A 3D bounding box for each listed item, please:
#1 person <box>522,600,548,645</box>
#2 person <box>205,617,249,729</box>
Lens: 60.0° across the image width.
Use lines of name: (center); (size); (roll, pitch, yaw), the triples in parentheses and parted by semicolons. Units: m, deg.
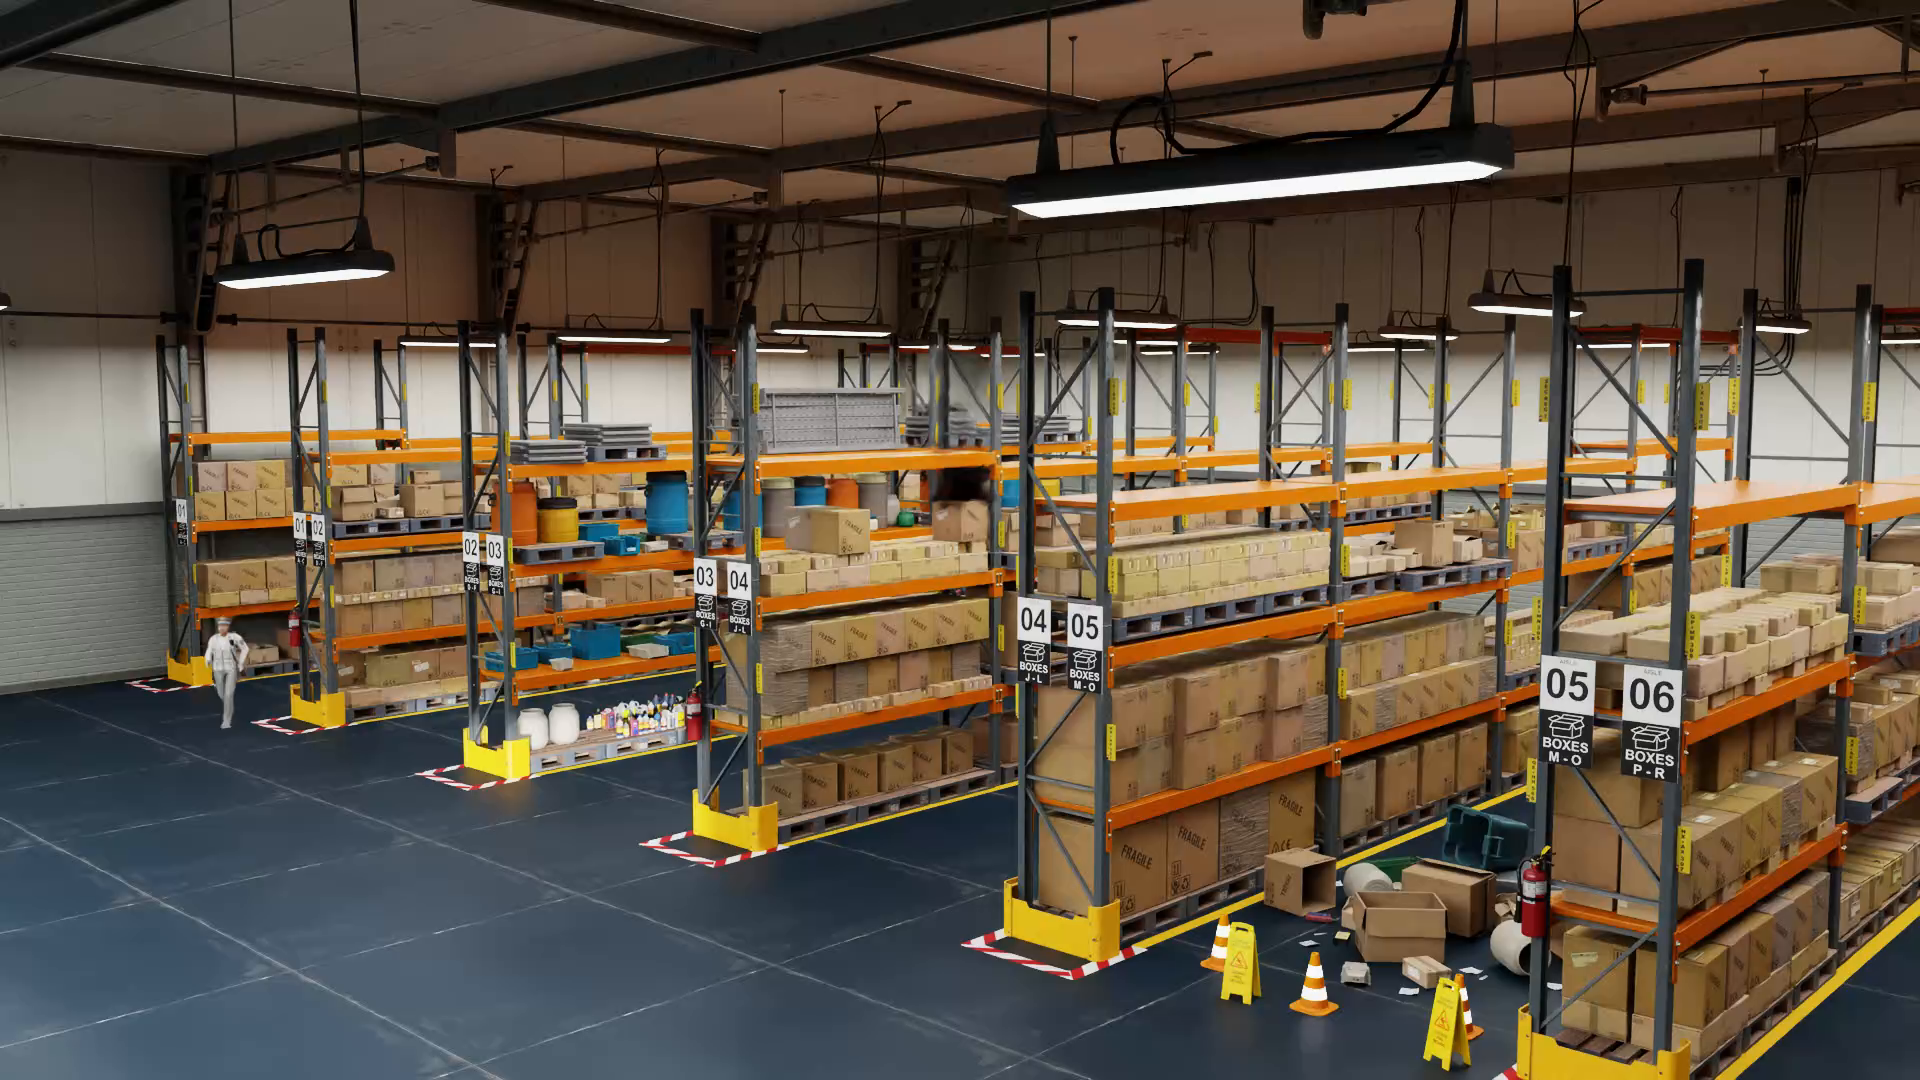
person: (-7.702, 1.531, 29.997); (0.587, 1.634, 0.583); (5, 7, 40)
person: (-11.124, 1.970, 25.266); (0.606, 1.679, 0.824); (-1, 5, -11)
